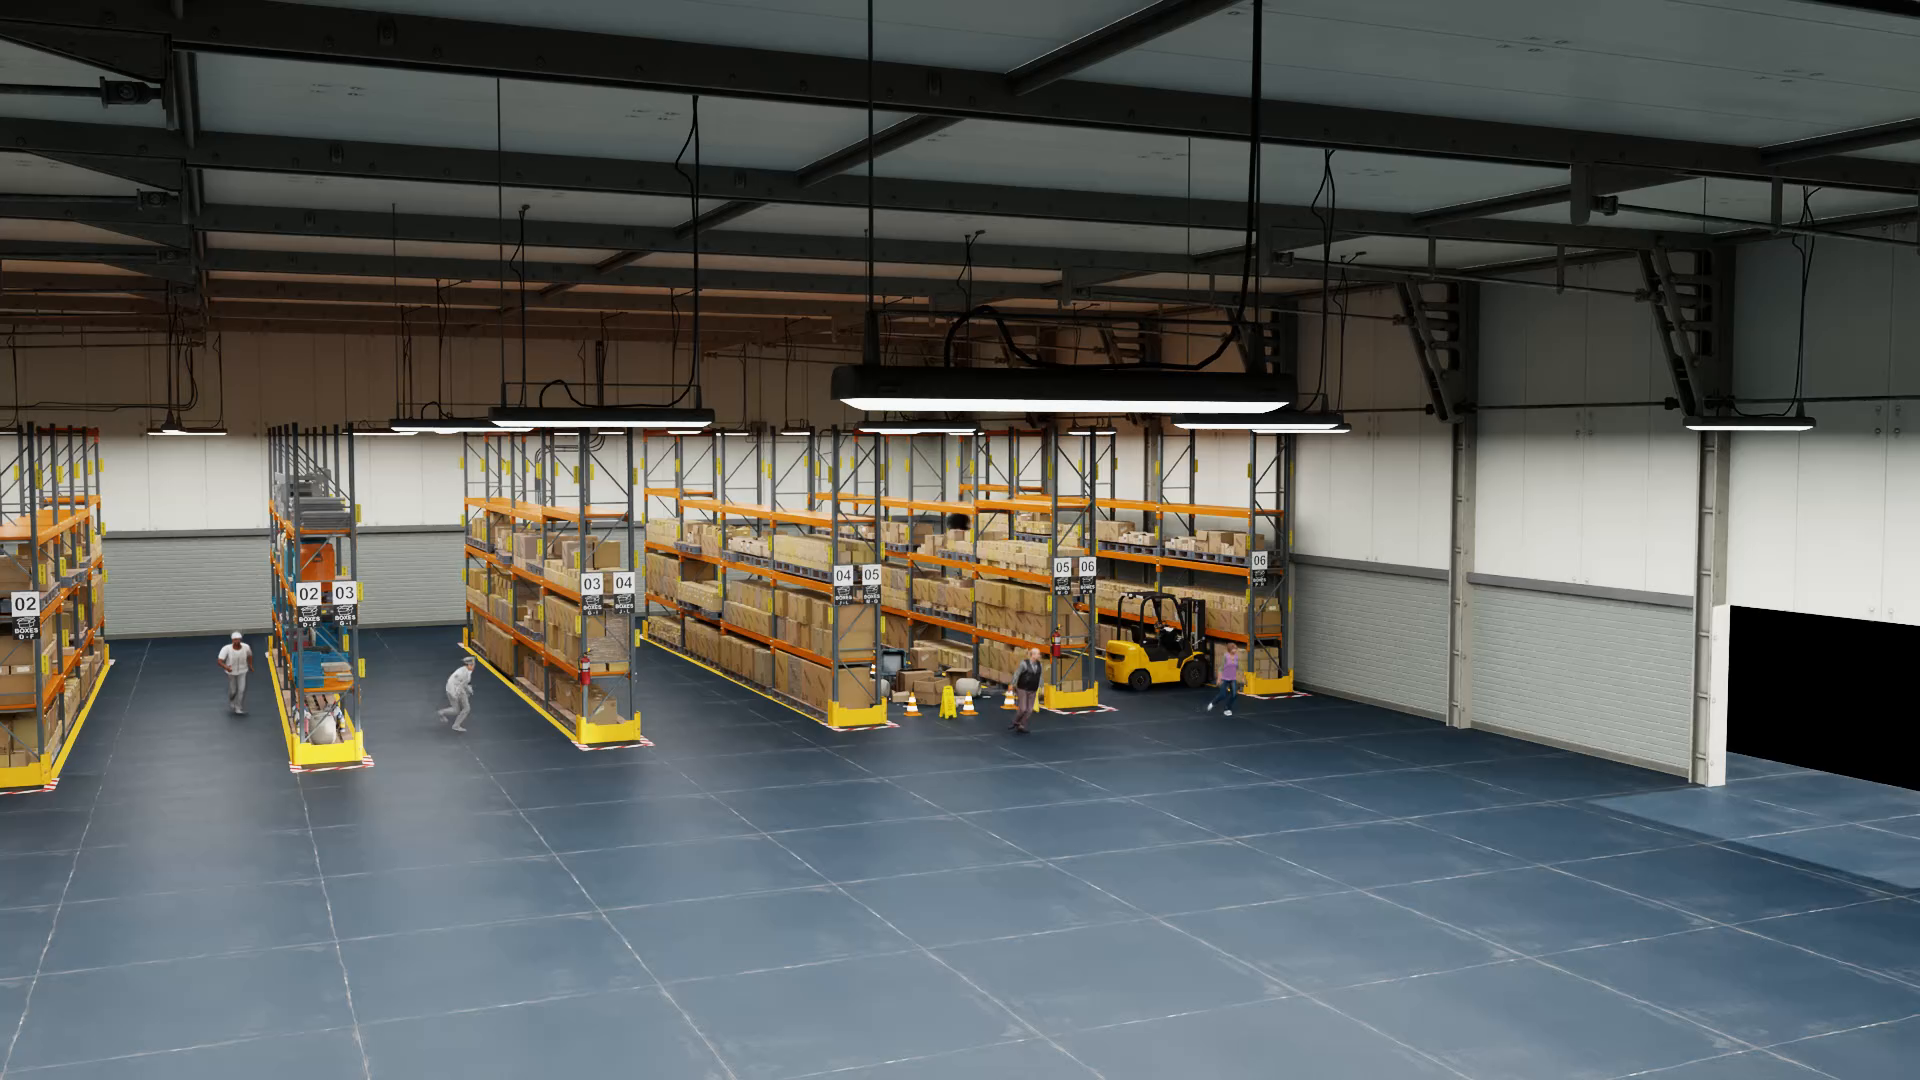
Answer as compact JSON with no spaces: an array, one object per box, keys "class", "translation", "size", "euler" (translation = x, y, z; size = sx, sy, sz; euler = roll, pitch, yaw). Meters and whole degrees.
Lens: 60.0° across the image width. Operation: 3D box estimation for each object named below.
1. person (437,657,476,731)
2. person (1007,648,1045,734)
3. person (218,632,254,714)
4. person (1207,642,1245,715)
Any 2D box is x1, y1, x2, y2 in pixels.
[{"class":"person","translation":[-9.869,3.011,32.541],"size":[0.952,1.477,0.625],"euler":[2,4,24]},{"class":"person","translation":[1.284,2.918,32.251],"size":[0.692,1.685,0.538],"euler":[-2,4,-33]},{"class":"person","translation":[-15.101,2.760,34.671],"size":[0.697,1.713,0.766],"euler":[-2,4,-31]},{"class":"person","translation":[5.485,2.859,34.368],"size":[0.631,1.526,0.607],"euler":[-1,4,-23]}]
